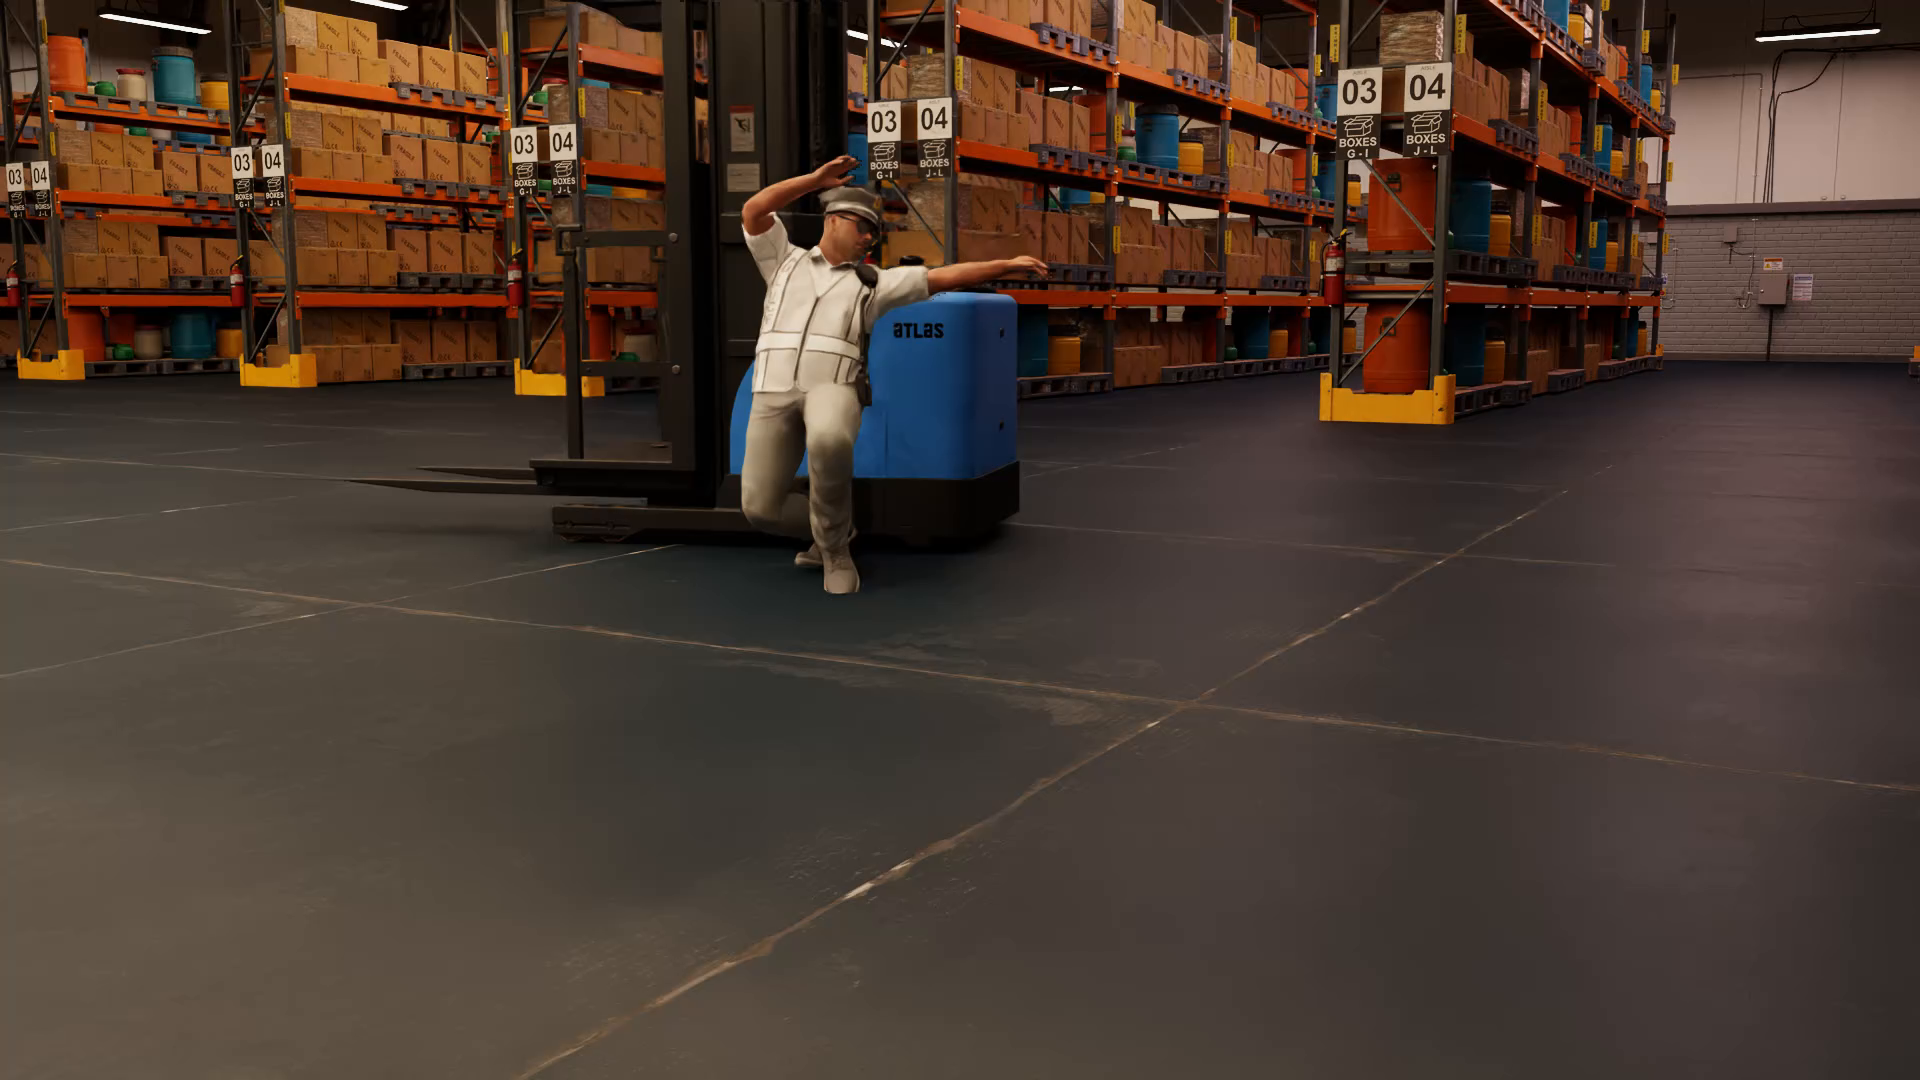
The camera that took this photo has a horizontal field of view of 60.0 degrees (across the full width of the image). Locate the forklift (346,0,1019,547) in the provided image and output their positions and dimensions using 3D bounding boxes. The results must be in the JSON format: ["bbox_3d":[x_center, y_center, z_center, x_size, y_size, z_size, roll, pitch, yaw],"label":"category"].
[{"bbox_3d":[-1.297,-1.506,7.503,3.031,2.935,1.130,2,8,13],"label":"forklift"}]

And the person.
[{"bbox_3d":[-0.266,-0.595,6.099,1.107,1.601,0.863,1,8,11],"label":"person"}]
